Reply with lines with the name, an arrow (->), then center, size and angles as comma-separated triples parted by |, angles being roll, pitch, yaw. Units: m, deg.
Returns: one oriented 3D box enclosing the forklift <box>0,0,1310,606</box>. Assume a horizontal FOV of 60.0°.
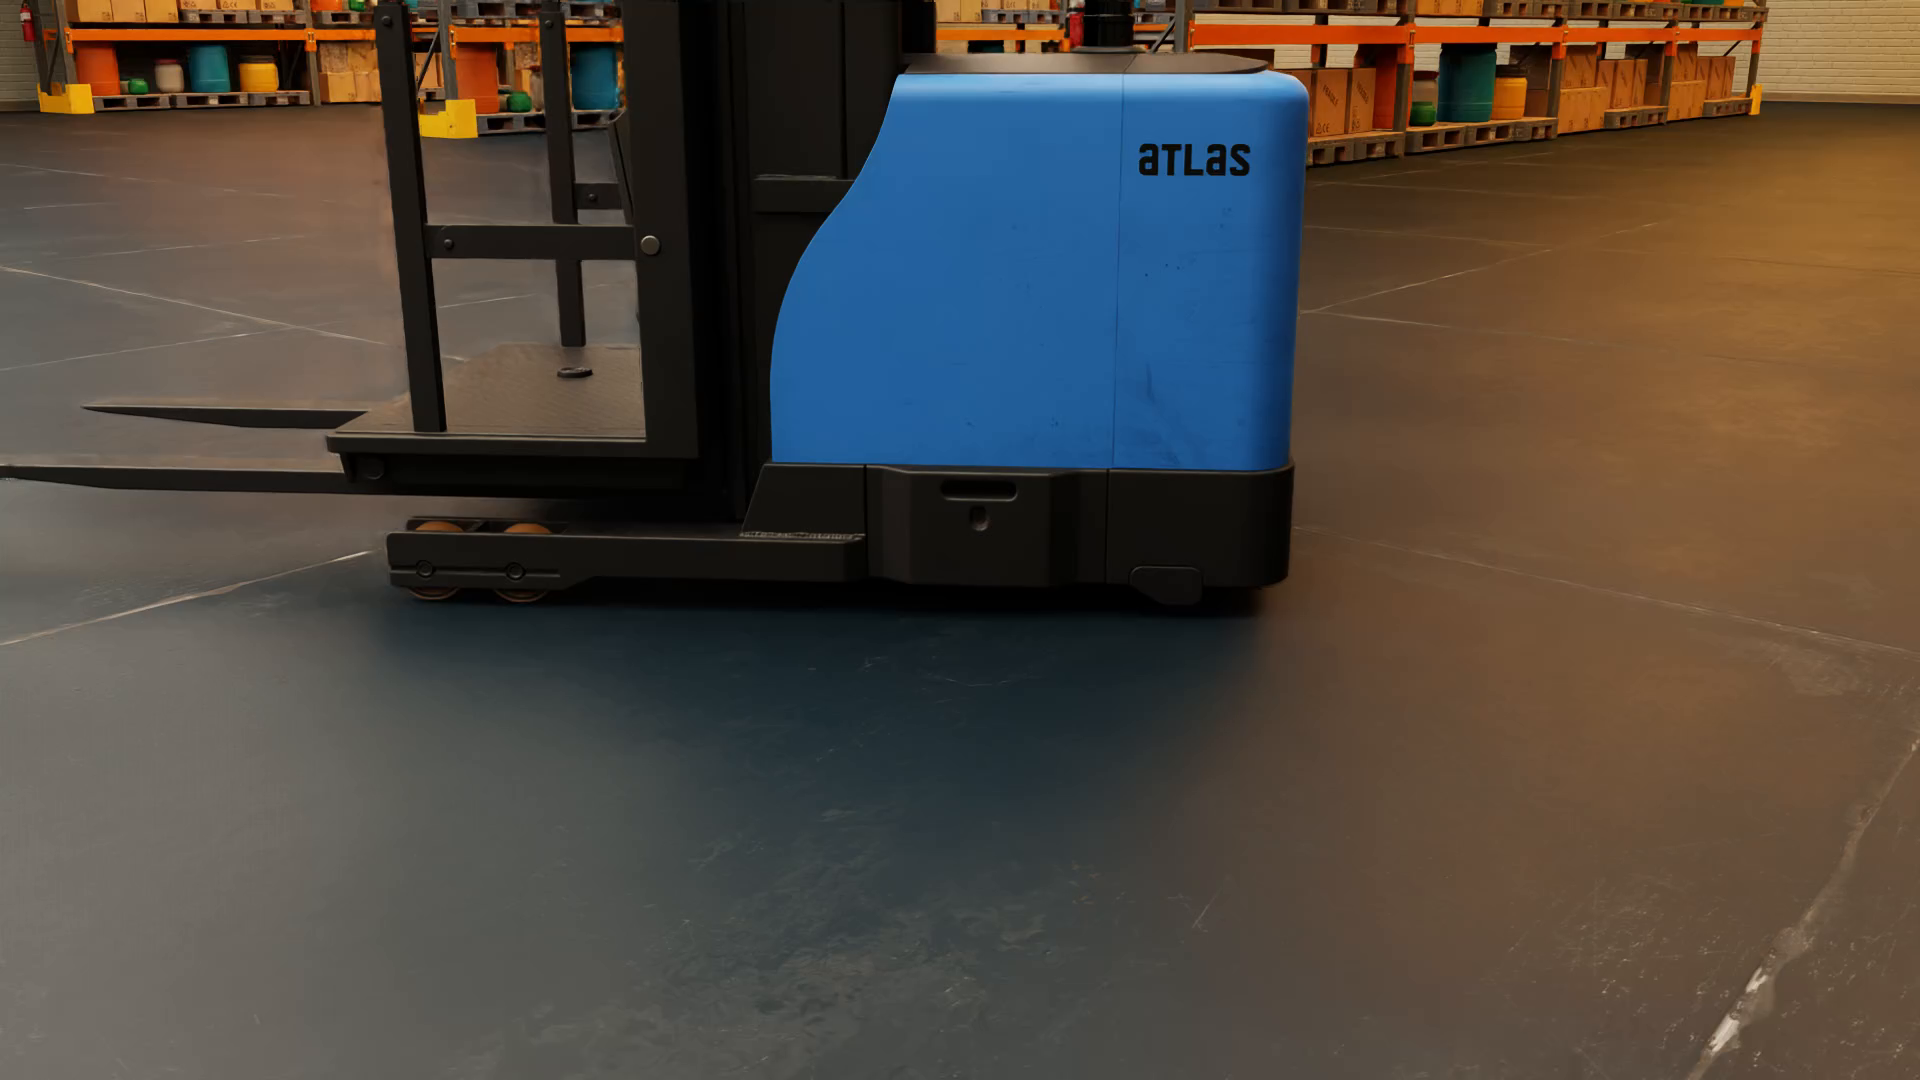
forklift -> -0.794, -1.421, 3.577 | 3.031, 2.935, 1.130 | 1, 17, 4
